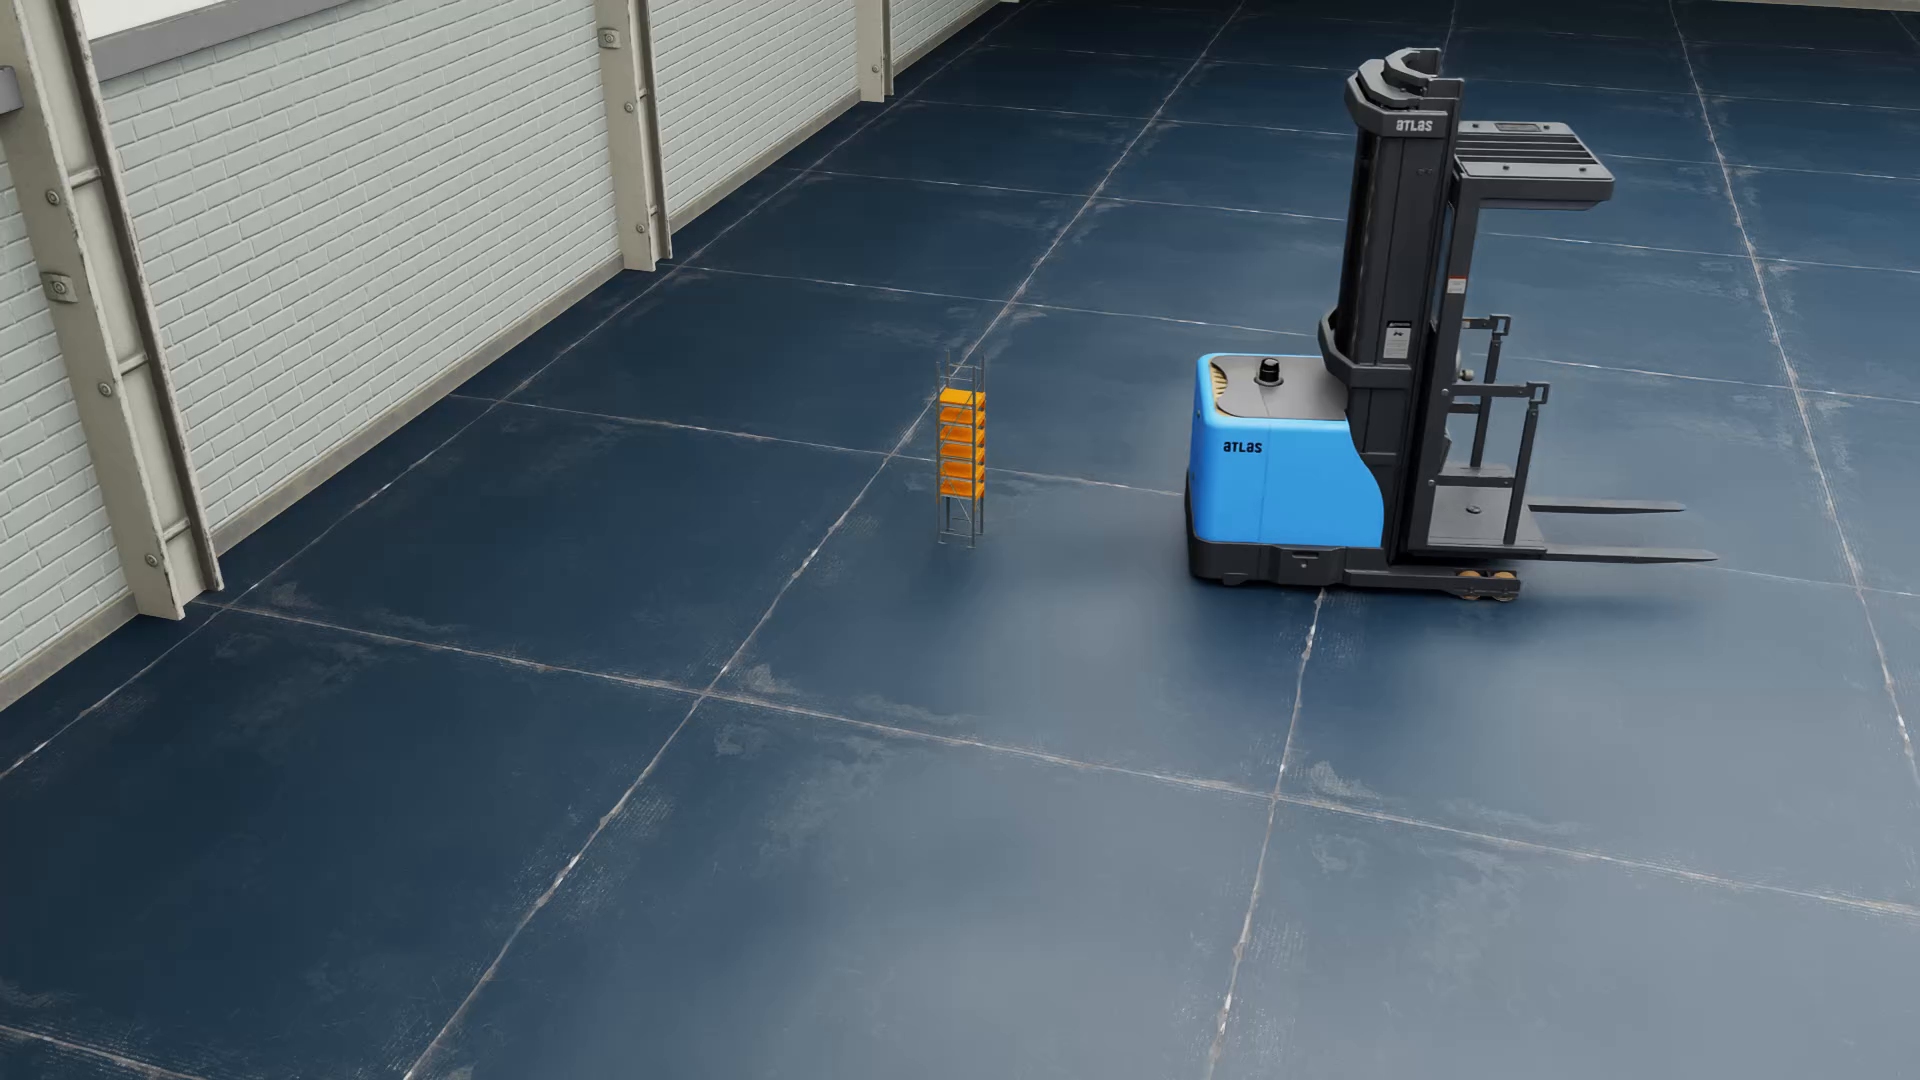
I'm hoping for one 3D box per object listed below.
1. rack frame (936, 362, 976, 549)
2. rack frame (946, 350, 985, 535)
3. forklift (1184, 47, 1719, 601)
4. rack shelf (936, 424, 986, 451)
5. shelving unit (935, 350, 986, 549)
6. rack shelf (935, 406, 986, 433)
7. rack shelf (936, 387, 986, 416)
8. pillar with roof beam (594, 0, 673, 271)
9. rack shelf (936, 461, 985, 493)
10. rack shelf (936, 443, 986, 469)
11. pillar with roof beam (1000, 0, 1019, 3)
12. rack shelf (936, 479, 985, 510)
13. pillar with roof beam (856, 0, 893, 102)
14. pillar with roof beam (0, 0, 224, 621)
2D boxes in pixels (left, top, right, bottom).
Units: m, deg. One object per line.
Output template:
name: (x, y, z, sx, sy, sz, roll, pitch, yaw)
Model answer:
rack frame: (-0.023, -0.489, 9.894, 0.240, 1.200, 0.006, 8, 30, 15)
rack frame: (0.031, -0.574, 10.047, 0.240, 1.200, 0.006, 8, 30, 15)
forklift: (2.900, -1.197, 9.386, 3.031, 2.935, 1.130, 2, 29, 4)
rack shelf: (0.004, -0.597, 9.934, 0.258, 0.103, 0.180, 8, 30, 15)
shelving unit: (0.004, -0.531, 9.970, 0.258, 1.200, 0.189, 8, 30, 15)
rack shelf: (0.004, -0.702, 9.875, 0.258, 0.103, 0.180, 8, 30, 15)
rack shelf: (0.004, -0.807, 9.817, 0.258, 0.103, 0.180, 8, 30, 15)
pillar with roof beam: (1.359, -5.764, 11.354, 9.100, 9.000, 0.400, 8, 30, 15)
rack shelf: (0.004, -0.387, 10.050, 0.258, 0.103, 0.180, 8, 30, 15)
rack shelf: (0.004, -0.492, 9.992, 0.258, 0.103, 0.180, 8, 30, 15)
pillar with roof beam: (4.881, -11.340, 21.379, 9.100, 9.000, 0.400, 8, 30, 15)
rack shelf: (0.004, -0.282, 10.109, 0.258, 0.103, 0.180, 8, 30, 15)
pillar with roof beam: (3.120, -8.552, 16.366, 9.100, 9.000, 0.400, 8, 30, 15)
pillar with roof beam: (-0.402, -2.975, 6.342, 9.100, 9.000, 0.400, 8, 30, 15)
